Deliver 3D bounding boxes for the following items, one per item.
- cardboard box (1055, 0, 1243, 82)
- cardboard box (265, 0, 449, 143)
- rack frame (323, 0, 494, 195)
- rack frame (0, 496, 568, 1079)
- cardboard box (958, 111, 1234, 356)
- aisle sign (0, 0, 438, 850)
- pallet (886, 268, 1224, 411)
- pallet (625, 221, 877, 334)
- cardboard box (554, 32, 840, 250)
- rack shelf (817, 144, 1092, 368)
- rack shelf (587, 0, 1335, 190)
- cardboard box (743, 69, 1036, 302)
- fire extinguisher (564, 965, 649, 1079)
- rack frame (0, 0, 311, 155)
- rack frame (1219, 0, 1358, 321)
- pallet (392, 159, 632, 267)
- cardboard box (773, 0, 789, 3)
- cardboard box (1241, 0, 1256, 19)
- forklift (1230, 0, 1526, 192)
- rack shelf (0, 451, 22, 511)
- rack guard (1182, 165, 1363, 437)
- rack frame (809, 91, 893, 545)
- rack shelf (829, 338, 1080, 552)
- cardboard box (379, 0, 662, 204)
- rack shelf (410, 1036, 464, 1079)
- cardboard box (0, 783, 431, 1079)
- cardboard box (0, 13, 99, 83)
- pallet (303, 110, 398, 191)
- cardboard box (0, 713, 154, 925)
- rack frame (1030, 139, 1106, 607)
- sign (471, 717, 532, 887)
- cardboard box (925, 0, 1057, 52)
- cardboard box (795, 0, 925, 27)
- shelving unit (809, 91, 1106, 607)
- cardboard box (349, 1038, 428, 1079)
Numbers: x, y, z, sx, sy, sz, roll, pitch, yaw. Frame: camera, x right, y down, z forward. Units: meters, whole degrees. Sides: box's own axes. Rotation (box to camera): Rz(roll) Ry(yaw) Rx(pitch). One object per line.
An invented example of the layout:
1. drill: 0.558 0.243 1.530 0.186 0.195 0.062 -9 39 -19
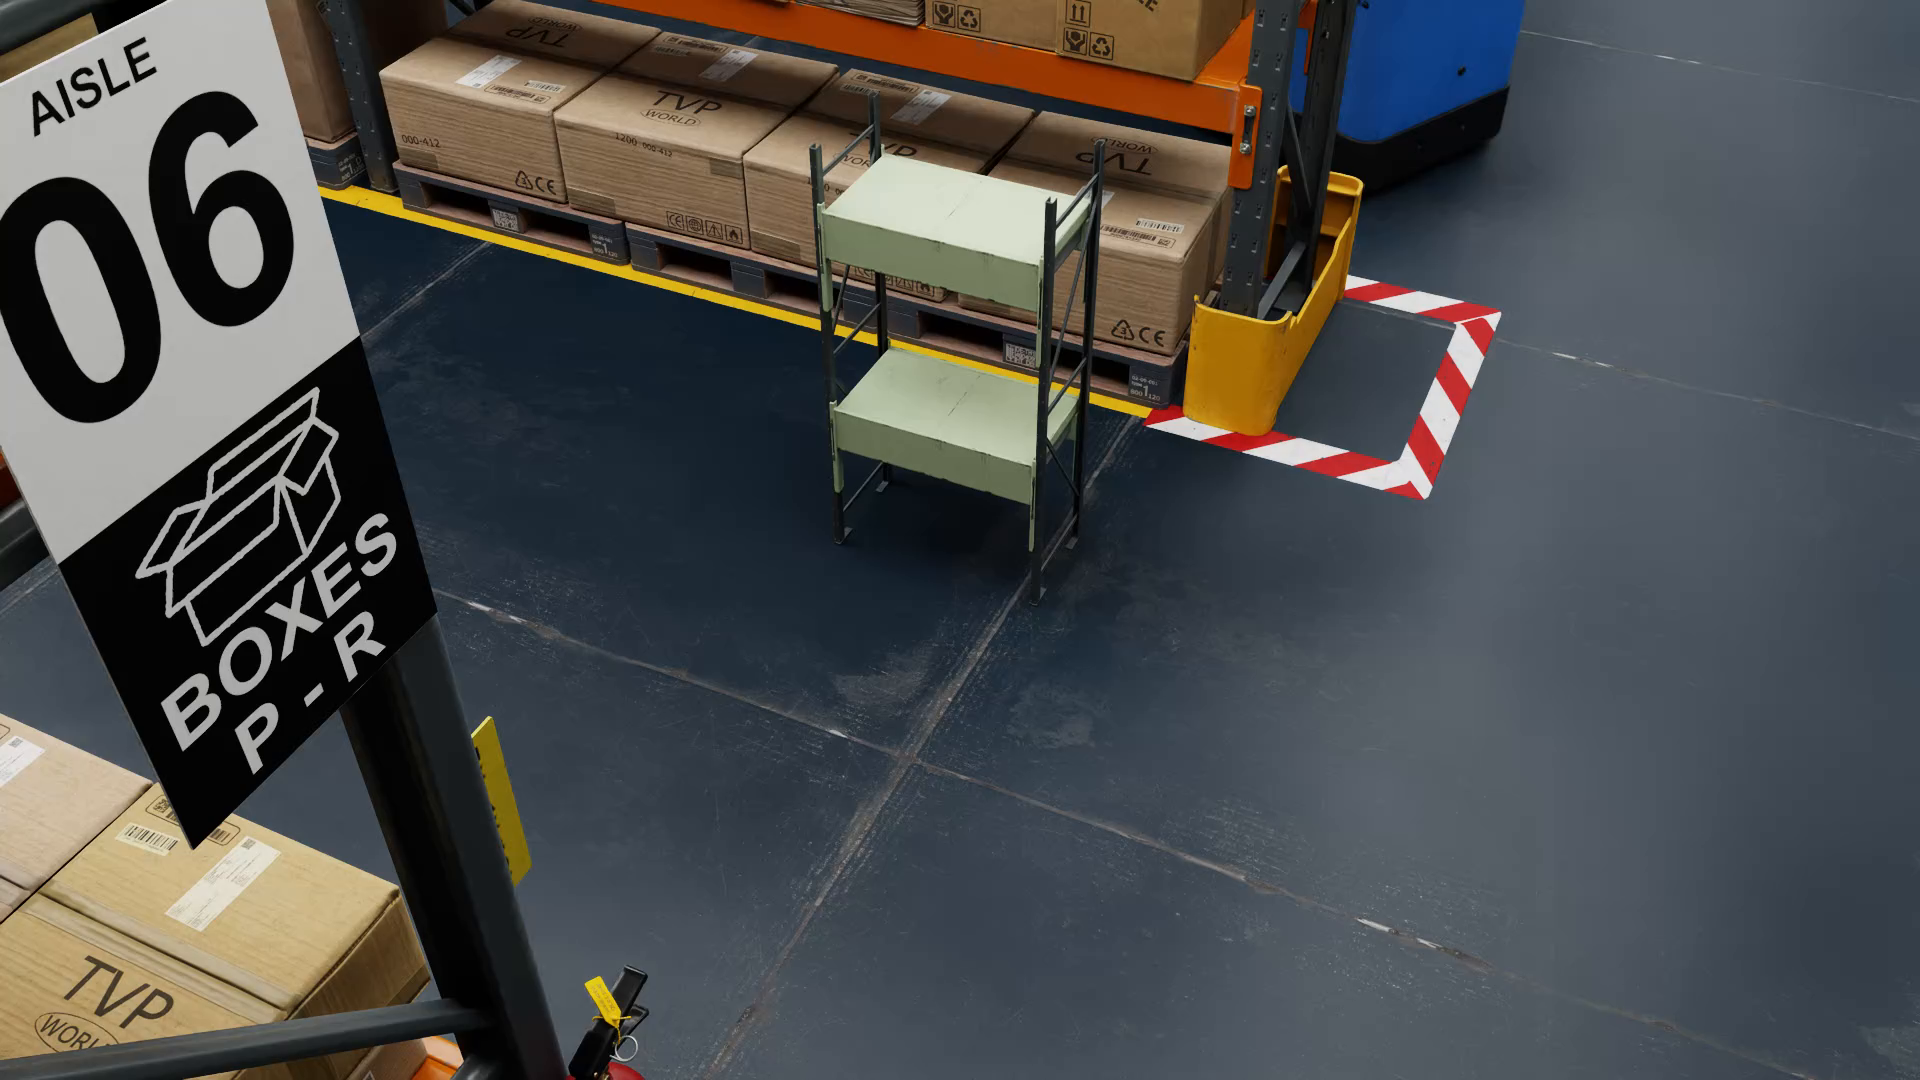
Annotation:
1. cardboard box: 0.654 -1.920 5.598 0.500 0.500 0.500 17 44 19
2. cardboard box: -3.017 -2.493 7.638 0.875 0.875 0.875 18 44 20
3. rack frame: -2.421 -3.013 6.936 0.127 3.000 1.000 17 44 19
4. rack frame: -0.892 1.042 2.258 0.127 3.000 1.000 17 44 19
5. cardboard box: 0.563 -1.219 6.502 0.875 0.438 0.875 16 43 17
6. aisle sign: -0.706 -0.096 1.586 0.004 0.787 0.394 17 44 19
7. pallet: 0.446 -1.027 6.773 1.213 0.211 1.003 17 44 19
8. pallet: -0.656 -1.365 7.164 1.213 0.211 1.003 17 44 19
9. cardboard box: -1.086 -1.718 7.078 0.875 0.438 0.875 16 43 17
10. rack shelf: -0.006 -0.863 5.005 0.720 0.370 0.431 17 44 19
11. rack shelf: -0.609 -2.187 6.533 4.000 0.370 1.077 17 44 19
12. cardboard box: -0.270 -1.468 6.789 0.875 0.438 0.875 18 44 20
13. fire extinguisher: -0.563 0.978 2.675 0.183 0.674 0.296 17 44 19
14. rack frame: -0.892 -1.225 0.293 0.127 3.000 1.000 17 44 19
15. rack frame: 1.203 -1.905 5.658 0.127 3.000 1.000 17 44 19
16. pallet: -1.765 -1.702 7.553 1.213 0.211 1.003 17 44 19
17. cardboard box: -0.738 -2.339 6.083 0.500 0.500 0.500 18 44 20
18. cardboard box: 0.890 -2.246 5.975 0.500 0.500 0.500 17 44 18
19. forklift: 1.265 -3.576 7.638 1.130 2.935 3.031 -27 48 -28
20. rack shelf: -2.704 -0.374 2.150 4.000 0.370 1.077 17 44 19
21. rack guard: 1.225 -0.954 6.469 0.348 0.500 1.175 17 44 19
22. rack frame: -0.338 -0.670 5.378 0.023 1.500 0.400 17 44 19
23. rack shelf: -0.006 -0.322 5.474 0.720 0.370 0.431 17 44 19
24. cardboard box: -1.898 -1.966 7.364 0.875 0.438 0.875 16 44 18
25. rack shelf: -2.704 0.760 3.132 4.000 0.370 1.077 17 44 19
26. cardboard box: -1.189 0.701 2.539 0.500 0.250 0.500 17 44 19
27. cardboard box: -1.178 -0.432 1.556 0.500 0.250 0.500 17 44 18
28. pallet: -3.153 -2.128 8.044 1.213 0.211 1.003 17 44 19
29. cardboard box: -1.646 0.561 2.700 0.500 0.250 0.500 17 44 19
30. rack frame: 0.326 -0.467 5.144 0.023 1.500 0.400 17 44 19
31. sign: -0.663 0.393 2.346 0.005 0.325 0.100 17 44 19
32. cardboard box: 0.206 -2.068 5.769 0.500 0.500 0.500 16 43 18
33. cardboard box: -0.264 -2.204 5.926 0.500 0.500 0.500 18 44 20
34. shelving unit: -0.006 -0.569 5.261 0.755 1.500 0.431 17 44 19
35. cardboard box: -1.074 0.883 2.633 0.250 0.149 0.380 17 44 18
